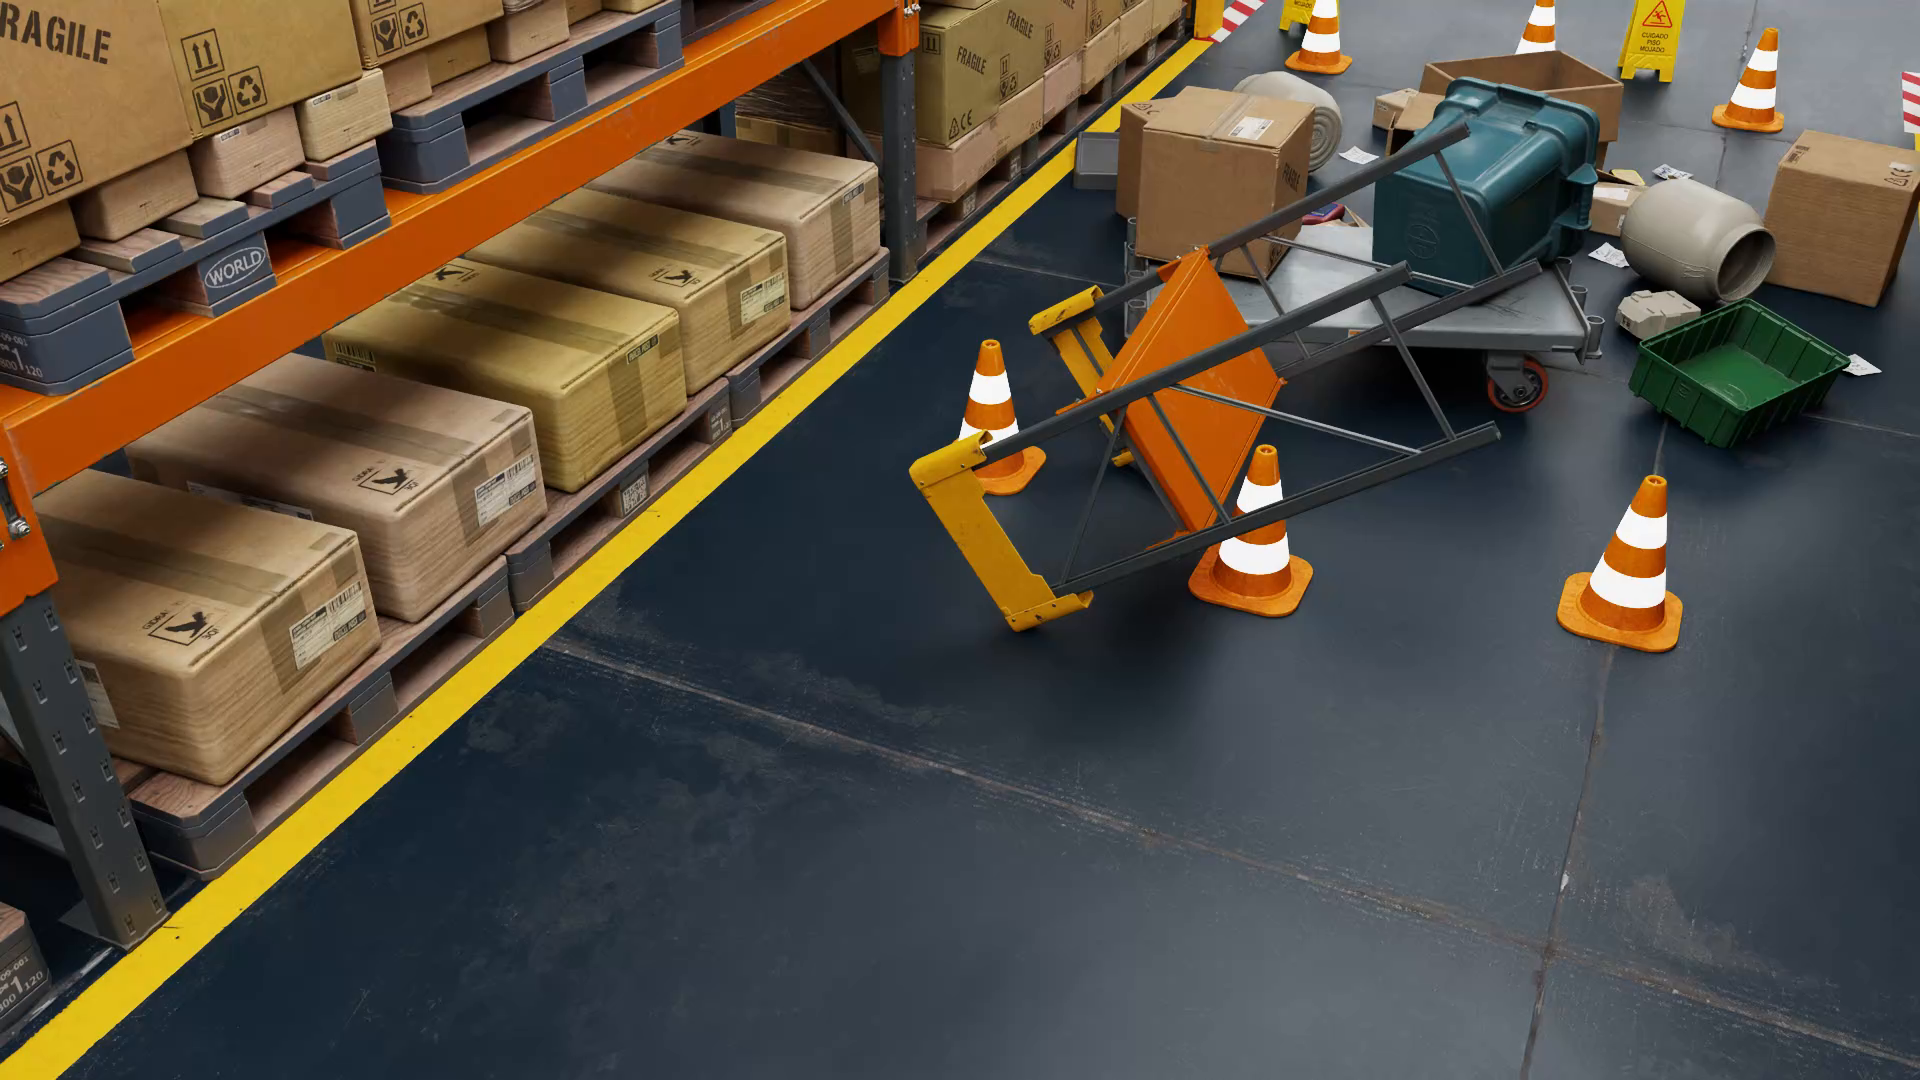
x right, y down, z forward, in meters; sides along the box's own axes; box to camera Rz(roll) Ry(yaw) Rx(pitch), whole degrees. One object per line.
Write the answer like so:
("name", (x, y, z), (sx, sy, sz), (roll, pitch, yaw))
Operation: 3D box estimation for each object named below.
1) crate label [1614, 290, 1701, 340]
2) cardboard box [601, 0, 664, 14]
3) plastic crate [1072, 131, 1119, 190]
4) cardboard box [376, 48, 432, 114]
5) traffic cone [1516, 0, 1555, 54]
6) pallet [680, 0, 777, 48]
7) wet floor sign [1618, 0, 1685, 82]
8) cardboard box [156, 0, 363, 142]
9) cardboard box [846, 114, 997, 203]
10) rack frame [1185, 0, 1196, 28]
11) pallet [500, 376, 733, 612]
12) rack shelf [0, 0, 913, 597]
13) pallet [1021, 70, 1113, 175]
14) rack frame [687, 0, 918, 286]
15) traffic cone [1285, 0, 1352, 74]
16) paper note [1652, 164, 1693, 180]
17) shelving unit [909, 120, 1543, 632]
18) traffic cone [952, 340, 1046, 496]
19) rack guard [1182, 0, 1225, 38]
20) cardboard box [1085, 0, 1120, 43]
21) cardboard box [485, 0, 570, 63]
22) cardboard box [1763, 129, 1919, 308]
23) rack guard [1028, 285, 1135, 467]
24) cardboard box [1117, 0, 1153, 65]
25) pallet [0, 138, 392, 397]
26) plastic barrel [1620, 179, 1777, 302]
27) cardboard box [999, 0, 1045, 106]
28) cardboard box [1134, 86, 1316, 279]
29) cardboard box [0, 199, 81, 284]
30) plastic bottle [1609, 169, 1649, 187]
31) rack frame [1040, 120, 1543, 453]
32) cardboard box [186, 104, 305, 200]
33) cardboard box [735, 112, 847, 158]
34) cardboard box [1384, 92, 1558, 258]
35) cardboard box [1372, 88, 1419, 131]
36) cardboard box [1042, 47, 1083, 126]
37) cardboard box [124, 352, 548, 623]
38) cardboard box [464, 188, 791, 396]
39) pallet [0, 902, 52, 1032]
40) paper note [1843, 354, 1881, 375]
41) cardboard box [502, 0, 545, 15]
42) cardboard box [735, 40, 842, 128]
("crate label", (2.708, -0.863, 6.441), (0.298, 0.136, 0.250), (-9, 34, -13))
("cardboard box", (-1.059, -1.691, 4.939), (0.380, 0.149, 0.250), (14, 36, 20))
("plastic crate", (0.747, -1.818, 7.949), (0.402, 0.080, 0.583), (3, 33, 4))
("cardboard box", (-1.554, -1.171, 4.147), (0.380, 0.149, 0.250), (16, 37, 23))
("traffic cone", (3.161, -2.781, 9.069), (0.336, 0.463, 0.334), (14, 36, 20))
("pallet", (-1.107, -2.017, 5.766), (1.003, 0.211, 1.213), (14, 36, 20))
("wet floor sign", (3.771, -2.836, 8.986), (0.267, 0.644, 0.232), (8, 34, 12))
("cardboard box", (-1.718, -1.227, 3.640), (0.500, 0.500, 0.500), (16, 37, 23))
("cardboard box", (-0.163, -1.702, 7.235), (0.500, 0.250, 0.500), (13, 35, 18))
("rack frame", (1.019, -4.437, 9.281), (1.000, 3.000, 0.127), (14, 36, 20))
("pallet", (-1.488, -0.281, 5.486), (1.003, 0.211, 1.213), (14, 36, 20))
("rack shelf", (-1.492, -1.148, 4.921), (1.077, 0.370, 4.000), (14, 36, 20))
("pallet", (0.103, -2.231, 8.460), (1.003, 0.211, 1.213), (14, 36, 20))
("rack frame", (-0.655, -2.445, 6.243), (1.000, 3.000, 0.127), (14, 36, 20))
("traffic cone", (2.010, -2.866, 9.199), (0.336, 0.463, 0.334), (14, 36, 20))
("paper note", (3.376, -1.739, 7.875), (0.144, 0.017, 0.142), (29, 43, 36))
("shelving unit", (0.778, -0.469, 4.737), (1.500, 0.587, 1.083), (-22, 20, 35))
("traffic cone", (0.098, -0.445, 5.507), (0.336, 0.463, 0.334), (14, 36, 20))
("rack guard", (0.987, -3.354, 9.909), (1.175, 0.500, 0.348), (14, 36, 20))
("cardboard box", (0.488, -2.807, 8.236), (0.500, 0.500, 0.500), (13, 36, 19))
("cardboard box", (-1.303, -1.436, 4.551), (0.380, 0.149, 0.250), (15, 36, 22))
("cardboard box", (3.601, -1.324, 6.811), (0.500, 0.500, 0.500), (21, 39, 28))
("rack guard", (0.486, -0.532, 5.478), (0.250, 0.587, 0.087), (-22, 20, 35))
("cardboard box", (0.701, -2.742, 8.821), (0.500, 0.250, 0.500), (14, 36, 21))
("pallet", (-2.127, -0.752, 3.836), (1.213, 0.211, 1.003), (14, 36, 20))
("plastic barrel", (2.965, -1.199, 6.692), (0.421, 0.421, 0.512), (-15, 36, -21))
("cardboard box", (0.051, -2.285, 7.440), (0.500, 0.500, 0.500), (16, 36, 22))
("cardboard box", (0.974, -1.323, 6.121), (0.500, 0.500, 0.500), (14, 36, 20))
("cardboard box", (-2.023, -0.642, 3.340), (0.380, 0.149, 0.250), (12, 35, 18))
("plastic bottle", (3.099, -1.636, 7.690), (0.133, 0.061, 0.283), (3, 33, 4))
("rack frame", (0.969, -0.736, 5.137), (1.500, 0.500, 0.032), (-22, 20, 35))
("cardboard box", (-1.718, -0.901, 3.735), (0.380, 0.149, 0.250), (12, 35, 17))
("cardboard box", (-0.652, -1.827, 7.425), (0.500, 0.250, 0.500), (16, 36, 23))
("cardboard box", (2.200, -1.526, 6.995), (0.797, 0.637, 0.503), (14, 36, 20))
("cardboard box", (2.305, -2.129, 8.361), (0.250, 0.149, 0.380), (-21, 39, -29))
("cardboard box", (0.270, -2.236, 8.049), (0.500, 0.250, 0.500), (14, 36, 20))
("cardboard box", (-1.781, -0.178, 4.799), (0.950, 0.372, 0.625), (13, 36, 20))
("cardboard box", (-1.170, -0.901, 5.902), (0.950, 0.372, 0.625), (16, 37, 23))
("pallet", (-2.727, 1.089, 3.397), (1.003, 0.211, 1.213), (14, 36, 20))
("paper note", (3.342, -0.661, 6.229), (0.147, 0.020, 0.142), (-9, 34, -13))
("cardboard box", (-1.286, -1.740, 4.422), (0.500, 0.500, 0.500), (13, 35, 19))
("cardboard box", (-0.651, -2.140, 7.219), (0.500, 0.500, 0.500), (14, 36, 20))
